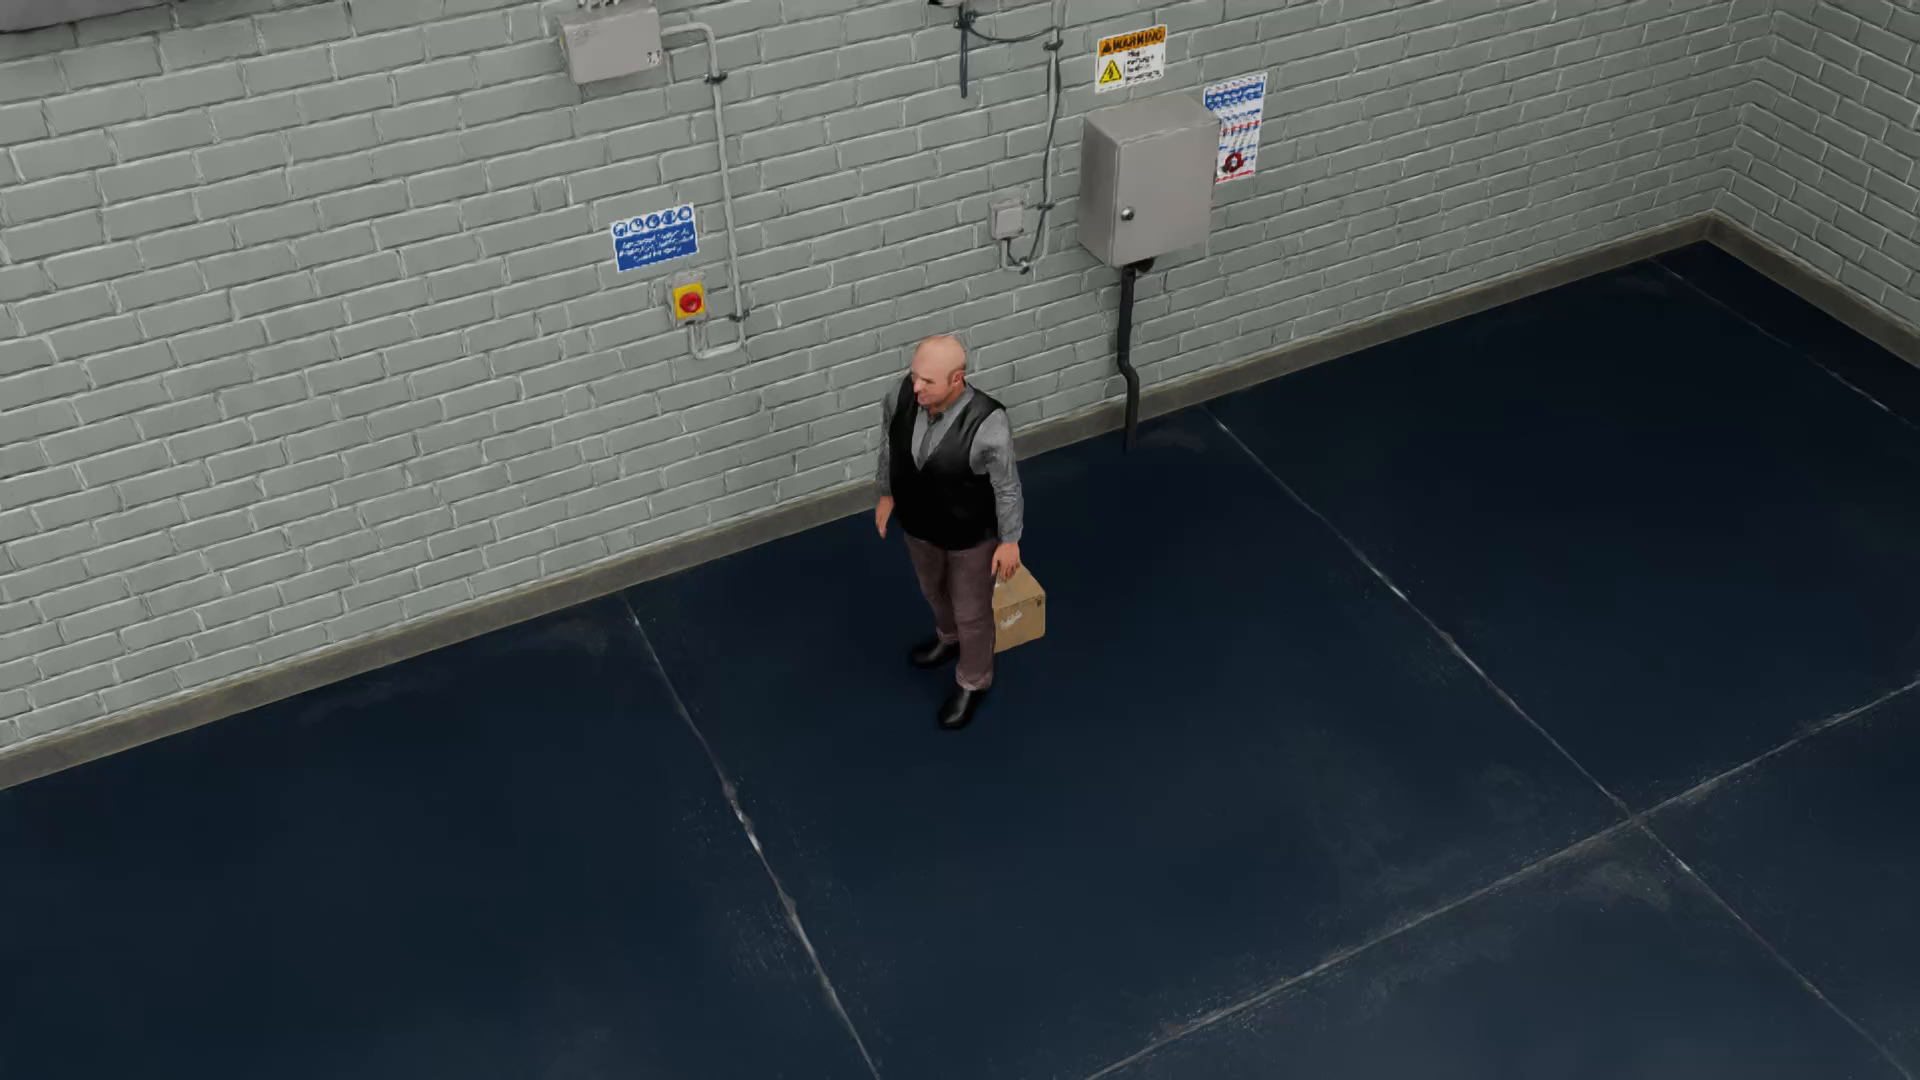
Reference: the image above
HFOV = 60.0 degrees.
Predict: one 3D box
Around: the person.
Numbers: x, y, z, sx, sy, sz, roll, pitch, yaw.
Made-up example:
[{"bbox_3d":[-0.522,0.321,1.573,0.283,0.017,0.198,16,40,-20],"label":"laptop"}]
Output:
[{"bbox_3d":[-0.036,-0.068,6.253,0.602,1.731,0.500,24,47,25],"label":"person"}]
